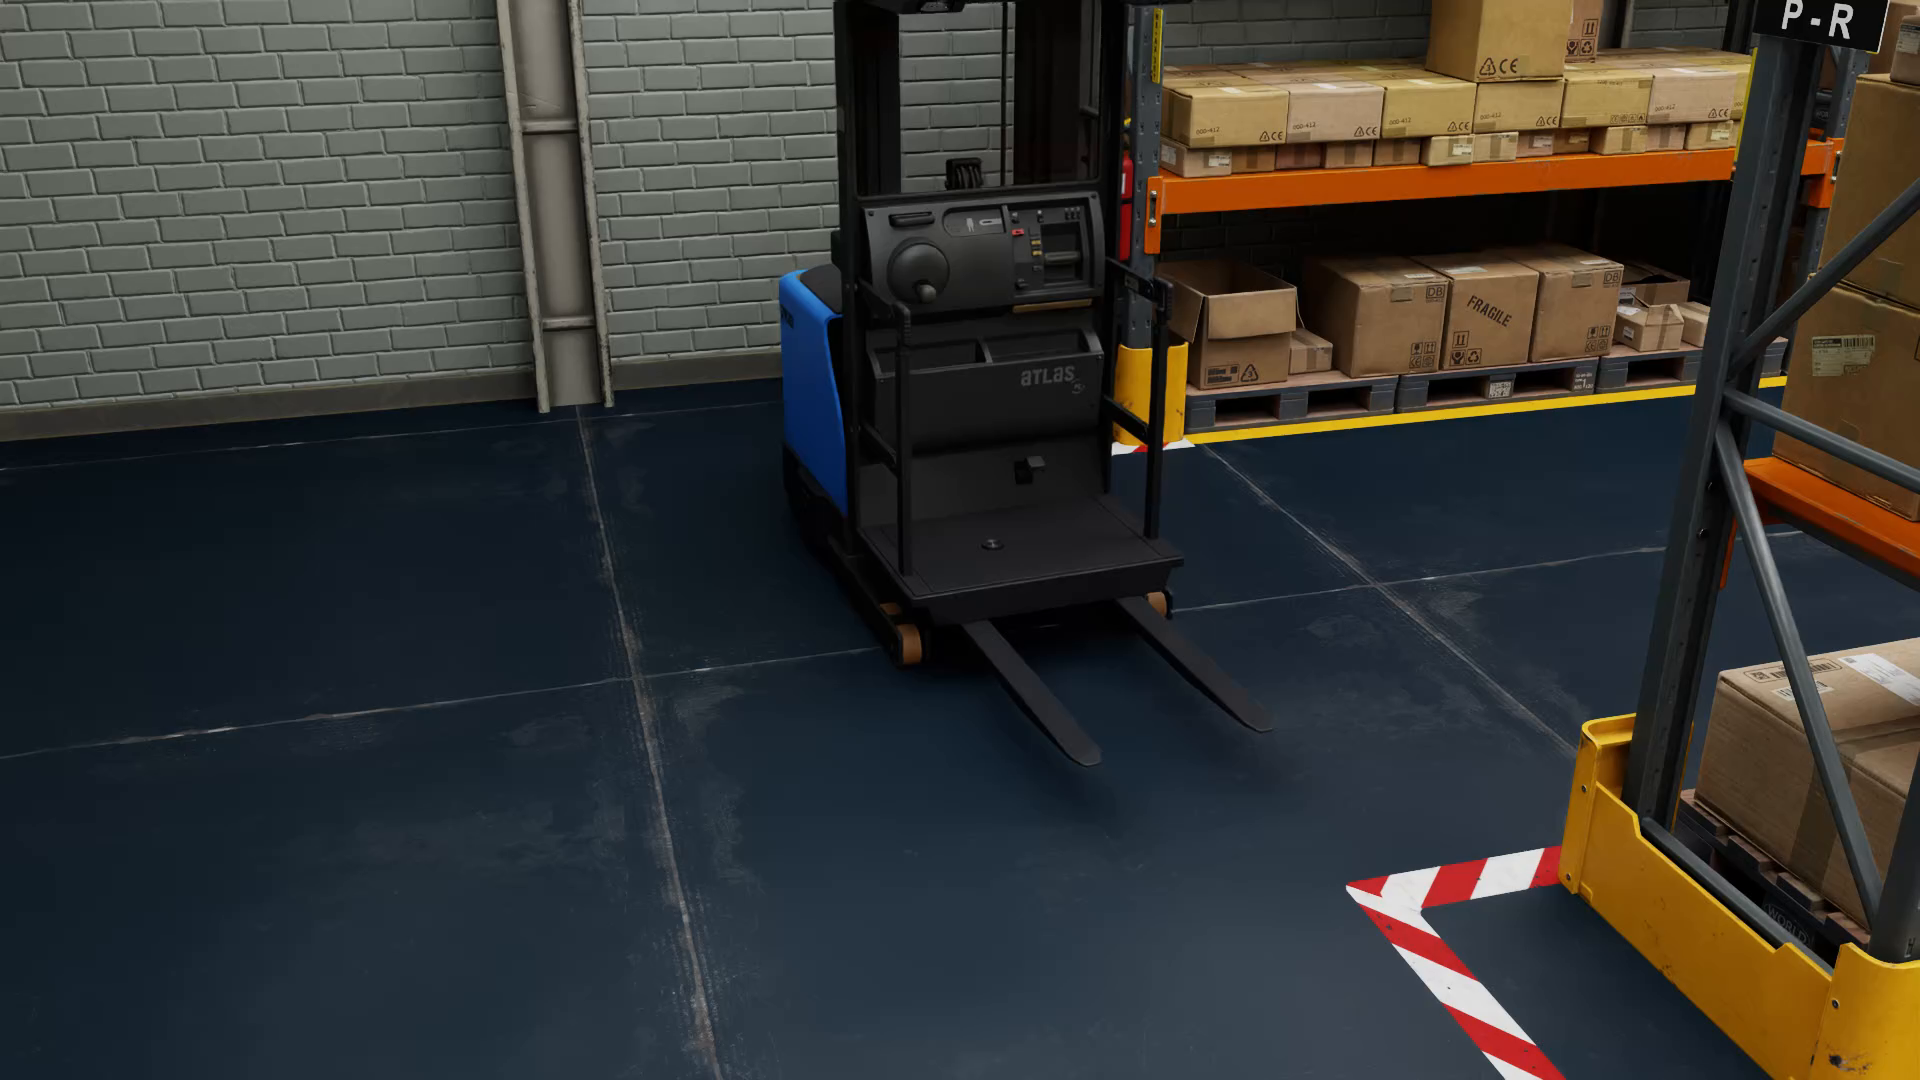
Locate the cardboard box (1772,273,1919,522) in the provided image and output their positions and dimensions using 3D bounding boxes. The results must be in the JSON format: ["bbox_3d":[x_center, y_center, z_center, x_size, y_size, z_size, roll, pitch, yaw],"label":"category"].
[{"bbox_3d":[2.492,-0.391,4.230,0.500,0.500,0.500,-6,24,-14],"label":"cardboard box"}]

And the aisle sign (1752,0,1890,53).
[{"bbox_3d":[1.946,-1.498,3.640,0.004,0.787,0.394,-6,24,-14],"label":"aisle sign"}]

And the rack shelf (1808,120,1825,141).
[{"bbox_3d":[6.532,-2.386,9.918,4.000,0.370,1.077,-6,24,-14],"label":"rack shelf"}]

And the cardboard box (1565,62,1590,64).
[{"bbox_3d":[3.078,-2.510,9.110,0.500,0.250,0.500,-6,24,-13],"label":"cardboard box"}]

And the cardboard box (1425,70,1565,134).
[{"bbox_3d":[2.723,-2.263,8.532,0.500,0.250,0.500,-7,24,-16],"label":"cardboard box"}]

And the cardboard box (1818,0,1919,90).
[{"bbox_3d":[5.132,-2.709,9.099,0.500,0.500,0.700,-6,24,-13],"label":"cardboard box"}]

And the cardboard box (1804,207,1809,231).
[{"bbox_3d":[5.023,-1.783,9.416,0.250,0.149,0.380,-5,24,-12],"label":"cardboard box"}]

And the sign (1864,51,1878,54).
[{"bbox_3d":[4.760,-2.696,8.631,0.005,0.325,0.100,-6,24,-14],"label":"sign"}]

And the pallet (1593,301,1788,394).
[{"bbox_3d":[3.944,-1.149,9.660,1.213,0.211,1.003,-6,24,-14],"label":"pallet"}]

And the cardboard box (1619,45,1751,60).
[{"bbox_3d":[4.056,-2.621,9.367,0.500,0.250,0.500,-7,24,-15],"label":"cardboard box"}]

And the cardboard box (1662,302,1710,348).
[{"bbox_3d":[4.149,-1.215,9.361,0.250,0.149,0.380,-7,24,-16],"label":"cardboard box"}]

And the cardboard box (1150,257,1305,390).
[{"bbox_3d":[1.369,-1.152,8.764,0.637,0.503,0.797,-7,24,-16],"label":"cardboard box"}]

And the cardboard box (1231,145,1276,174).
[{"bbox_3d":[1.378,-1.937,8.279,0.250,0.149,0.380,-6,24,-13],"label":"cardboard box"}]

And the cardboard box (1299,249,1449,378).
[{"bbox_3d":[2.203,-1.227,8.943,0.500,0.500,0.700,-5,24,-12],"label":"cardboard box"}]

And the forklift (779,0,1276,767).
[{"bbox_3d":[0.175,-1.058,5.999,1.130,2.935,3.031,-8,25,-18],"label":"forklift"}]

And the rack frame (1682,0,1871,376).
[{"bbox_3d":[4.606,-2.503,9.280,0.127,3.000,1.000,-6,24,-14],"label":"rack frame"}]

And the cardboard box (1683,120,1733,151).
[{"bbox_3d":[3.879,-2.185,8.857,0.250,0.149,0.380,-6,24,-13],"label":"cardboard box"}]

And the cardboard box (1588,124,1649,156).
[{"bbox_3d":[3.380,-2.130,8.728,0.250,0.149,0.380,-7,24,-15],"label":"cardboard box"}]

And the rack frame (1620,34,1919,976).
[{"bbox_3d":[2.099,-0.193,3.896,0.127,3.000,1.000,-6,24,-14],"label":"rack frame"}]

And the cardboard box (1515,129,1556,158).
[{"bbox_3d":[2.877,-2.100,8.659,0.250,0.149,0.380,-6,24,-14],"label":"cardboard box"}]

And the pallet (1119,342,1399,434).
[{"bbox_3d":[1.595,-0.889,9.054,1.213,0.211,1.003,-6,24,-14],"label":"pallet"}]

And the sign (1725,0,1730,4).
[{"bbox_3d":[4.453,-3.246,9.542,0.005,0.325,0.100,-6,24,-14],"label":"sign"}]

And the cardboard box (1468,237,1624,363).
[{"bbox_3d":[3.202,-1.337,9.200,0.500,0.500,0.700,-7,24,-16],"label":"cardboard box"}]

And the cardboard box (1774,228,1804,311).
[{"bbox_3d":[5.133,-1.514,9.611,0.500,0.500,0.500,-5,24,-12],"label":"cardboard box"}]

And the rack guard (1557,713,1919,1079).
[{"bbox_3d":[2.076,0.958,4.383,0.348,0.500,1.175,-6,24,-14],"label":"rack guard"}]

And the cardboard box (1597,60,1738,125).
[{"bbox_3d":[3.703,-2.365,8.771,0.500,0.250,0.500,-6,24,-14],"label":"cardboard box"}]

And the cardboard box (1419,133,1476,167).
[{"bbox_3d":[2.399,-2.011,8.451,0.250,0.149,0.380,-7,24,-16],"label":"cardboard box"}]

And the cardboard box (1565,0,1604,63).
[{"bbox_3d":[3.100,-2.858,8.969,0.500,0.500,0.500,-7,24,-16],"label":"cardboard box"}]

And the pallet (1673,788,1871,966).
[{"bbox_3d":[2.848,0.974,4.713,1.213,0.211,1.003,-6,24,-14],"label":"pallet"}]

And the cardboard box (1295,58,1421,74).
[{"bbox_3d":[2.101,-2.400,8.852,0.500,0.250,0.500,-6,24,-13],"label":"cardboard box"}]

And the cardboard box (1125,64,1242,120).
[{"bbox_3d":[1.126,-2.295,8.607,0.500,0.250,0.500,-6,24,-13],"label":"cardboard box"}]

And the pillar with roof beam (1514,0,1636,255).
[{"bbox_3d":[4.855,-3.894,4.912,0.400,9.000,9.100,-6,24,-14],"label":"pillar with roof beam"}]

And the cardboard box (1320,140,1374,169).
[{"bbox_3d":[1.881,-1.982,8.384,0.250,0.149,0.380,-6,24,-13],"label":"cardboard box"}]

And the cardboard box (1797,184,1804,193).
[{"bbox_3d":[5.134,-2.024,9.979,0.250,0.149,0.380,-6,24,-14],"label":"cardboard box"}]

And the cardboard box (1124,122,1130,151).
[{"bbox_3d":[1.001,-2.099,8.656,0.250,0.149,0.380,-7,24,-15],"label":"cardboard box"}]

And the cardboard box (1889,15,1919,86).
[{"bbox_3d":[2.391,-1.111,3.817,0.250,0.149,0.380,-6,24,-14],"label":"cardboard box"}]

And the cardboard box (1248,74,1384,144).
[{"bbox_3d":[1.750,-2.145,8.257,0.500,0.250,0.500,-6,24,-14],"label":"cardboard box"}]
